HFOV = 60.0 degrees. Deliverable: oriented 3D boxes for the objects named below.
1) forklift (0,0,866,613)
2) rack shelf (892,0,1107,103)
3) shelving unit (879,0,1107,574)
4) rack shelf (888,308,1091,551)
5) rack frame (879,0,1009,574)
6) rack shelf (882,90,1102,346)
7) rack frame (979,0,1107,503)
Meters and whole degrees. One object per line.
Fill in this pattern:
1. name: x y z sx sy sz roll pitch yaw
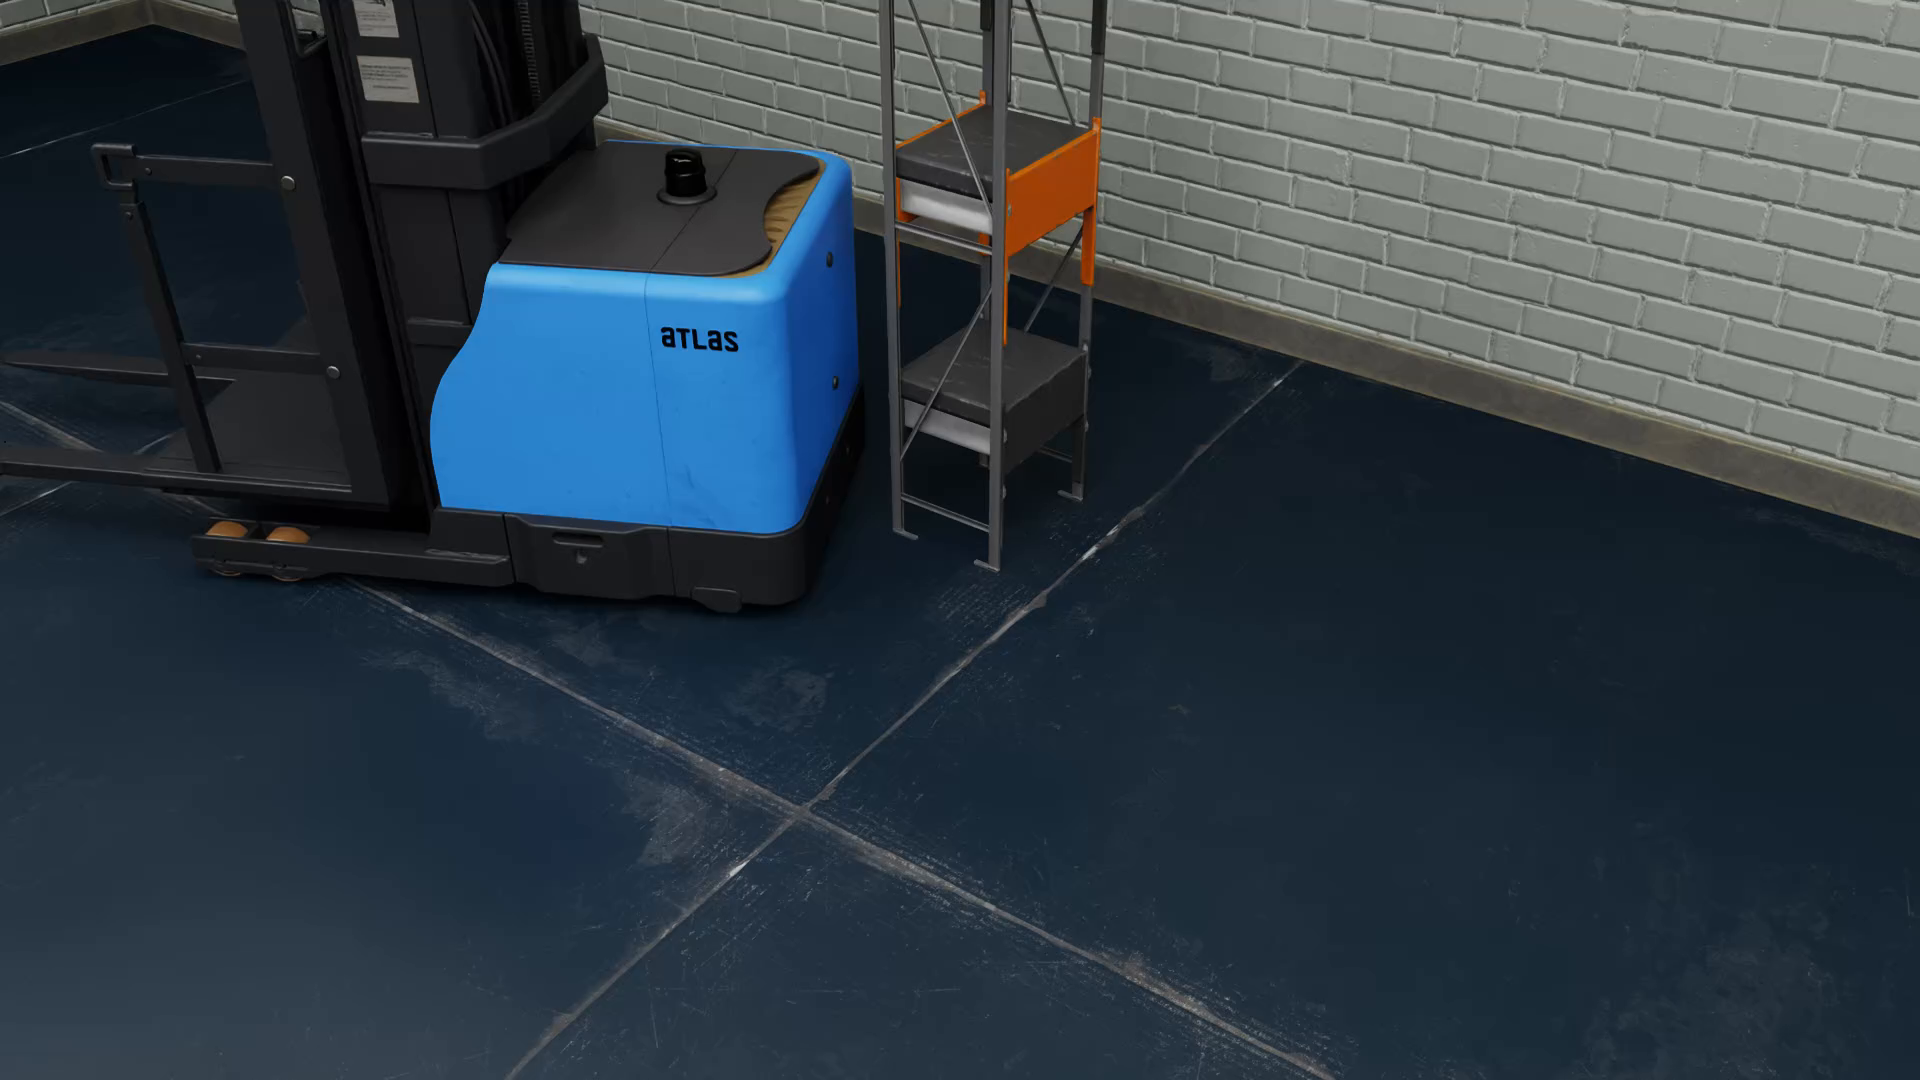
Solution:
1. forklift: -1.879 -1.374 4.665 3.031 2.935 1.130 5 34 7
2. rack shelf: 0.094 -1.515 4.390 0.431 0.518 0.480 21 39 28
3. shelving unit: 0.094 -0.946 4.774 0.431 2.100 0.503 21 39 28
4. rack shelf: 0.094 -0.355 5.174 0.431 0.518 0.480 21 39 28
5. rack frame: -0.045 -0.834 4.608 0.400 2.100 0.015 21 39 28
6. rack shelf: 0.094 -0.935 4.782 0.431 0.518 0.480 21 39 28
7. rack frame: 0.234 -1.058 4.941 0.400 2.100 0.015 21 39 28
